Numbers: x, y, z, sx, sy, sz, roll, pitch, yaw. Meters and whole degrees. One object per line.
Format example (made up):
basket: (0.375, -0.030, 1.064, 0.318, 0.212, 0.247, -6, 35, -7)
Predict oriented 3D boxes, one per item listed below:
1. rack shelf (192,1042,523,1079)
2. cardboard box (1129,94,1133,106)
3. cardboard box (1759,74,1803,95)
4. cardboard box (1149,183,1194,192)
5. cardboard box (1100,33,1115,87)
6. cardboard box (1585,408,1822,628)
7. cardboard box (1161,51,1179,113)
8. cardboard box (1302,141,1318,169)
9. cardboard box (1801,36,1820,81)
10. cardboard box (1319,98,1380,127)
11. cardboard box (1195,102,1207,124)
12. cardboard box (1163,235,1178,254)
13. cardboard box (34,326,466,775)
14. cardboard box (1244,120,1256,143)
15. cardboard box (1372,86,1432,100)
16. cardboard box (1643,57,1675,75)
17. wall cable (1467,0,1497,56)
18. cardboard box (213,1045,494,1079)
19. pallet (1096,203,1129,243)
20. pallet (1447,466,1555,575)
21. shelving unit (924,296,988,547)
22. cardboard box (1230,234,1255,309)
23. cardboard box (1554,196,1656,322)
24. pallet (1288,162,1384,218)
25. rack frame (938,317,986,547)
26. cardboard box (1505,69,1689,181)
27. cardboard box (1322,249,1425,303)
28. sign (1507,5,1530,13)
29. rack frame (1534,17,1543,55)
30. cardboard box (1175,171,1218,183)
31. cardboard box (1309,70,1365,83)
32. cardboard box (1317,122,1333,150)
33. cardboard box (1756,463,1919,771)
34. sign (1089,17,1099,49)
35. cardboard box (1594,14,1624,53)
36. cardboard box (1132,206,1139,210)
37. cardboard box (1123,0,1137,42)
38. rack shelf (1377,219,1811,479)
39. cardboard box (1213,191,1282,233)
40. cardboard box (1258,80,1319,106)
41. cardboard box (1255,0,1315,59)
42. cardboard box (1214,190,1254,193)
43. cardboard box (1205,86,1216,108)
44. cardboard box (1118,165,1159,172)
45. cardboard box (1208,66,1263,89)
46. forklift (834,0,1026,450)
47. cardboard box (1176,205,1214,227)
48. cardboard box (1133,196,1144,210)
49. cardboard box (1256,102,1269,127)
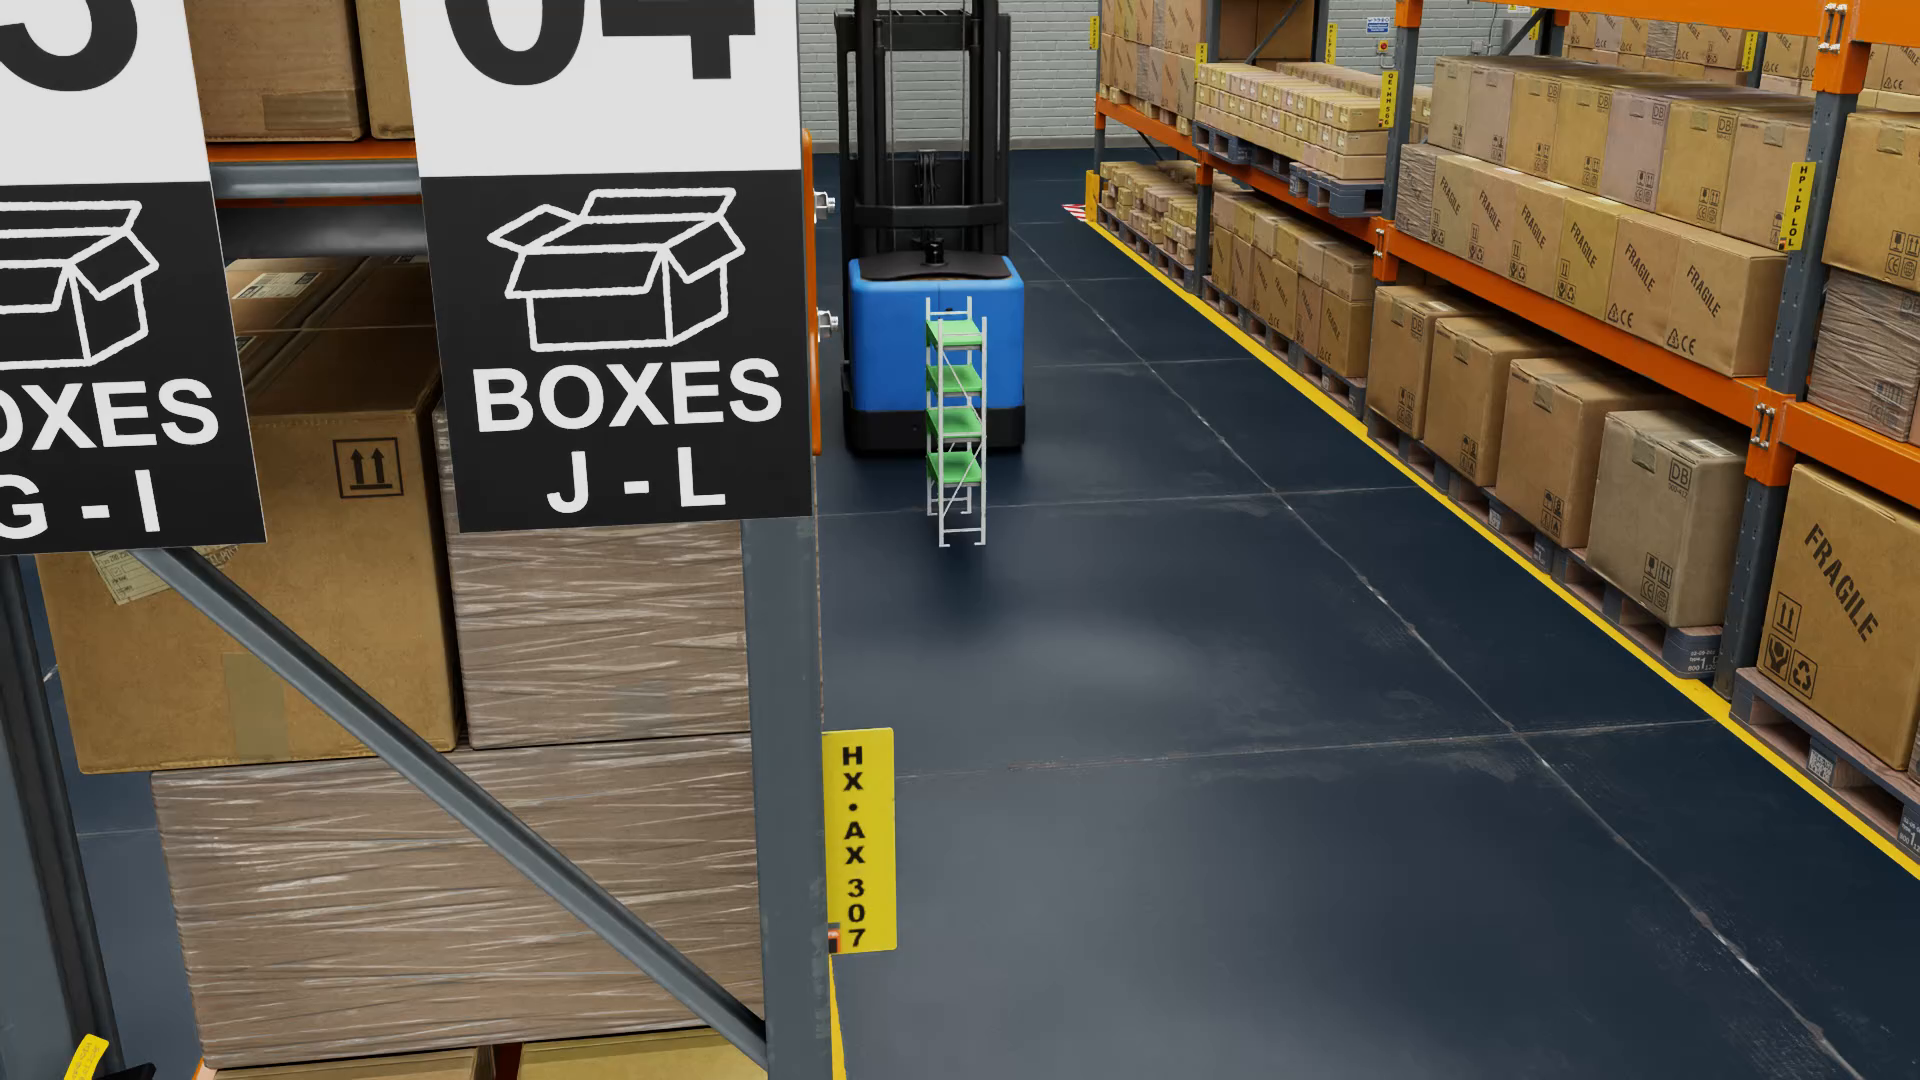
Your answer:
rack shelf: (-0.959, 0.469, 4.201, 1.077, 0.370, 4.000, -3, 21, -8)
cardboard box: (1.905, -4.419, 16.620, 0.380, 0.149, 0.250, -2, 21, -5)
cardboard box: (7.190, -3.827, 14.176, 0.500, 0.250, 0.500, -4, 21, -9)
cardboard box: (2.025, -3.335, 15.981, 0.380, 0.149, 0.250, -3, 21, -8)
cardboard box: (1.737, -4.947, 17.106, 0.500, 0.500, 0.500, -2, 21, -5)
cardboard box: (3.497, -0.129, 7.388, 1.050, 0.750, 0.750, -3, 21, -8)
cardboard box: (2.099, -4.064, 14.743, 0.500, 0.500, 0.500, -3, 21, -9)
cardboard box: (2.501, -2.562, 11.048, 0.380, 0.149, 0.250, -3, 21, -7)
cardboard box: (7.286, -4.004, 13.576, 0.500, 0.500, 0.500, -3, 21, -8)
cardboard box: (2.541, -2.752, 10.705, 0.380, 0.149, 0.250, -3, 21, -8)
cardboard box: (2.124, -3.465, 13.464, 0.380, 0.149, 0.250, -4, 21, -10)
cardboard box: (2.072, -2.707, 15.152, 0.380, 0.149, 0.250, -4, 21, -10)
cardboard box: (-0.994, -0.008, 2.453, 0.500, 0.500, 0.500, -3, 21, -8)
cardboard box: (2.318, -3.013, 12.254, 0.380, 0.149, 0.250, -3, 21, -9)
cardboard box: (3.073, -3.051, 11.507, 0.380, 0.149, 0.250, -2, 21, -5)
cardboard box: (6.920, -4.376, 16.001, 0.500, 0.500, 0.500, -3, 21, -9)
wall cable: (7.395, -7.717, 23.640, 0.588, 1.984, 0.122, -3, 21, -8)
cardboard box: (-0.916, 0.854, 2.501, 0.380, 0.149, 0.250, -3, 21, -8)
pallet: (2.039, -3.314, 17.289, 1.003, 0.211, 1.213, -3, 21, -8)
pallet: (3.311, -0.156, 8.831, 1.003, 0.211, 1.213, -3, 21, -8)
shelving unit: (-0.024, -0.619, 8.660, 0.258, 1.200, 0.503, -3, 21, -8)
cardboard box: (2.444, -2.119, 13.074, 0.500, 0.500, 0.500, -2, 21, -5)
cardboard box: (3.190, -1.339, 7.872, 0.500, 0.500, 0.500, -3, 21, -7)
pallet: (2.891, -2.312, 10.893, 1.213, 0.211, 1.003, -3, 21, -8)
rack frame: (0.011, -0.535, 8.433, 0.240, 1.200, 0.015, -3, 21, -8)
cardboard box: (3.304, -2.167, 8.659, 0.700, 0.500, 0.500, -3, 21, -9)
cardboard box: (2.741, -1.761, 11.044, 0.500, 0.250, 0.500, -3, 21, -9)
sign: (8.009, -7.677, 23.804, 0.339, 0.242, 0.001, -3, 21, -8)
rack frame: (6.830, -5.215, 18.391, 1.000, 3.000, 0.127, -3, 21, -8)
cardboard box: (2.390, -3.634, 16.782, 0.380, 0.149, 0.250, -4, 21, -10)
cardboard box: (2.886, -3.500, 12.710, 0.380, 0.149, 0.250, -3, 21, -8)
cardboard box: (2.537, -2.619, 10.775, 0.380, 0.149, 0.250, -2, 21, -6)
cardboard box: (3.697, 0.245, 6.211, 0.875, 0.875, 0.875, -3, 21, -7)
sign: (1.409, -5.308, 17.404, 0.100, 0.325, 0.005, -3, 21, -8)
cardboard box: (6.780, -5.193, 16.761, 0.500, 0.500, 0.500, -3, 21, -8)
cardboard box: (1.925, -3.244, 16.589, 0.380, 0.149, 0.250, -3, 21, -8)
cardboard box: (1.880, -5.060, 15.980, 0.500, 0.500, 0.500, -3, 21, -9)
rack shelf: (3.387, -1.131, 8.485, 1.077, 0.370, 4.000, -3, 21, -8)
cardboard box: (2.367, -2.653, 13.433, 0.500, 0.250, 0.500, -4, 21, -10)
cardboard box: (2.354, -3.203, 11.912, 0.380, 0.149, 0.250, -2, 21, -6)
cardboard box: (2.698, -4.368, 14.128, 0.500, 0.500, 0.500, -2, 21, -6)
cardboard box: (2.595, -3.180, 15.566, 0.380, 0.149, 0.250, -2, 21, -7)
cardboard box: (2.163, -3.514, 13.172, 0.380, 0.149, 0.250, -3, 21, -9)
cardboard box: (1.844, -3.782, 17.179, 0.380, 0.149, 0.250, -3, 21, -7)
cardboard box: (2.170, -3.647, 13.102, 0.380, 0.149, 0.250, -2, 21, -6)
forklift: (-0.249, -2.383, 10.907, 1.130, 2.935, 3.031, -2, 21, -5)
cardboard box: (2.137, -2.882, 14.768, 0.380, 0.149, 0.250, -3, 21, -7)
cardboard box: (1.936, -3.377, 16.520, 0.380, 0.149, 0.250, -4, 21, -10)
cardboard box: (2.352, -3.063, 11.963, 0.380, 0.149, 0.250, -3, 21, -9)
